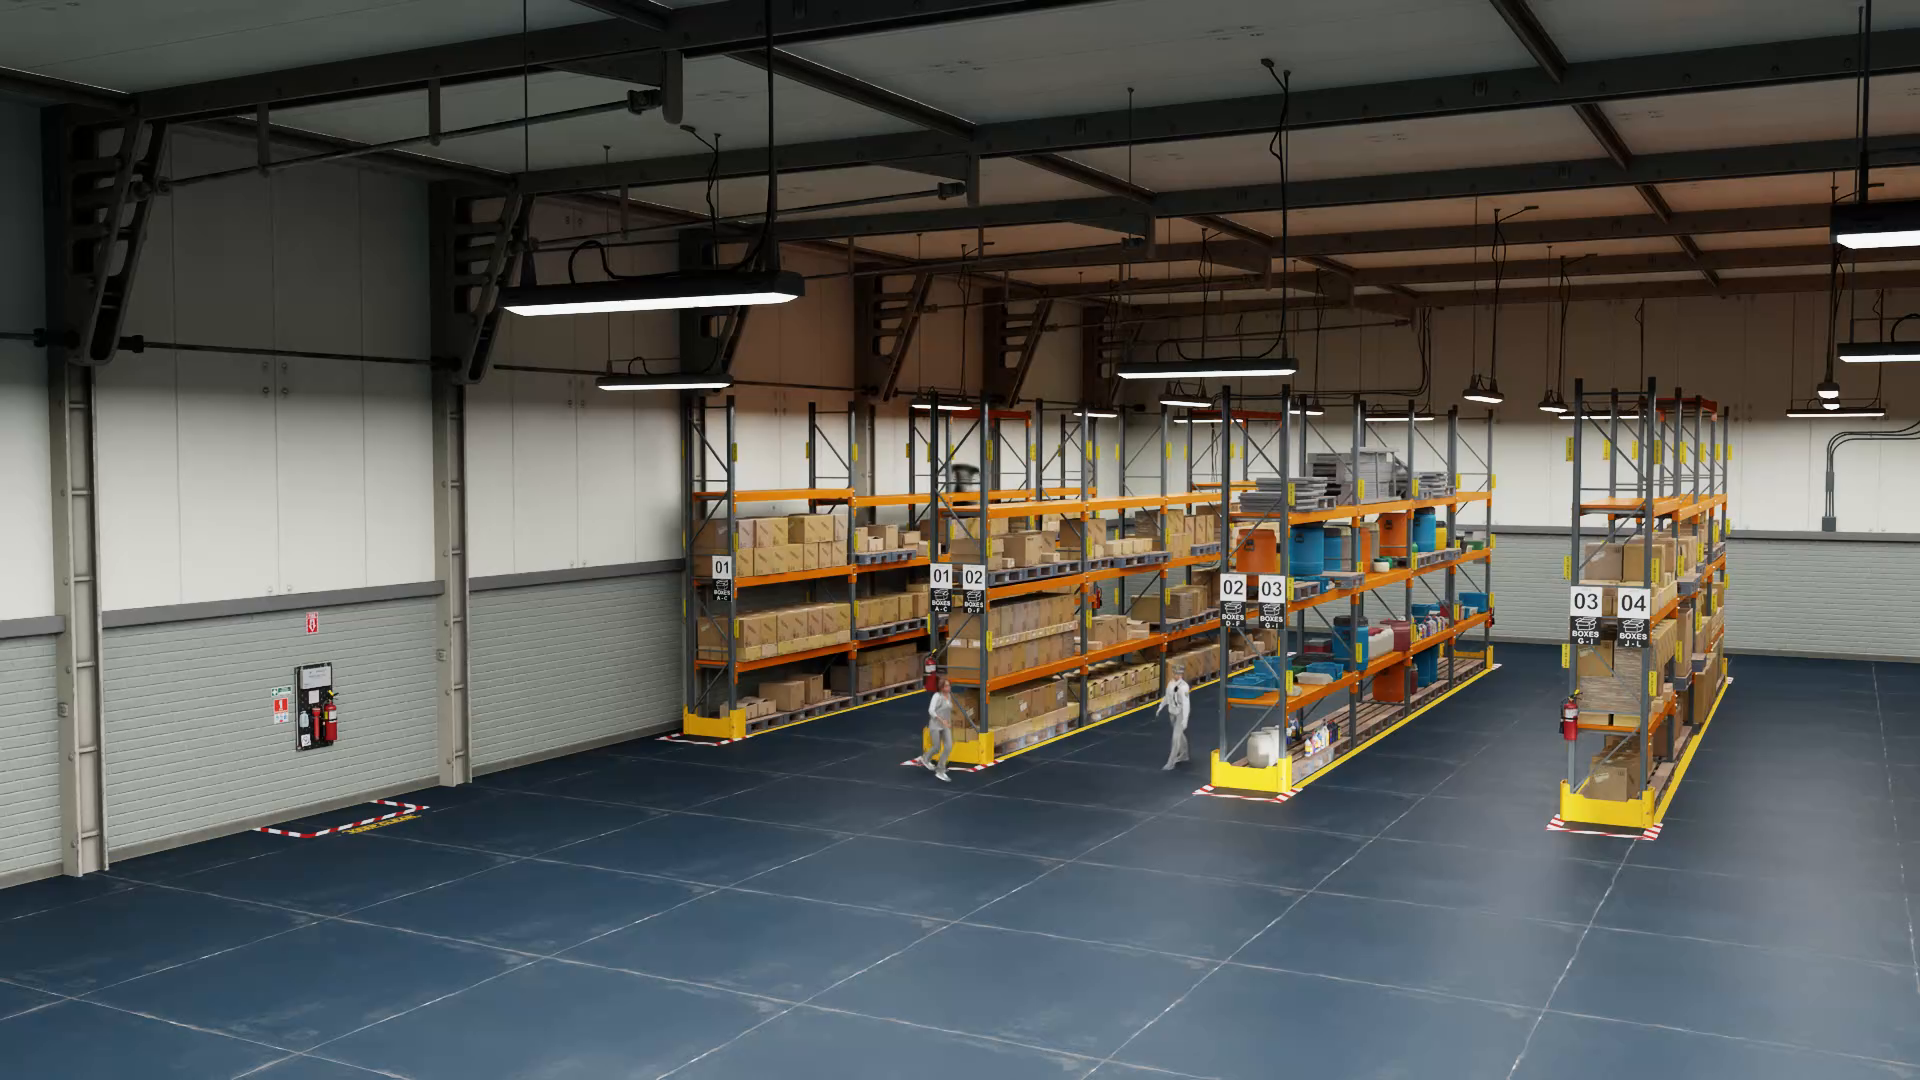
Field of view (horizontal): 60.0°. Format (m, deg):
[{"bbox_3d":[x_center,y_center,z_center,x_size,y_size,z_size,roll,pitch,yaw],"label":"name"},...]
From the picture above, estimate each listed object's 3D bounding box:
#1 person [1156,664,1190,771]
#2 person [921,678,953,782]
[{"bbox_3d":[3.401,2.785,26.487,0.756,1.651,0.675,-2,3,-28],"label":"person"},{"bbox_3d":[-0.385,2.879,25.530,0.521,1.579,0.714,-3,4,-42],"label":"person"}]
